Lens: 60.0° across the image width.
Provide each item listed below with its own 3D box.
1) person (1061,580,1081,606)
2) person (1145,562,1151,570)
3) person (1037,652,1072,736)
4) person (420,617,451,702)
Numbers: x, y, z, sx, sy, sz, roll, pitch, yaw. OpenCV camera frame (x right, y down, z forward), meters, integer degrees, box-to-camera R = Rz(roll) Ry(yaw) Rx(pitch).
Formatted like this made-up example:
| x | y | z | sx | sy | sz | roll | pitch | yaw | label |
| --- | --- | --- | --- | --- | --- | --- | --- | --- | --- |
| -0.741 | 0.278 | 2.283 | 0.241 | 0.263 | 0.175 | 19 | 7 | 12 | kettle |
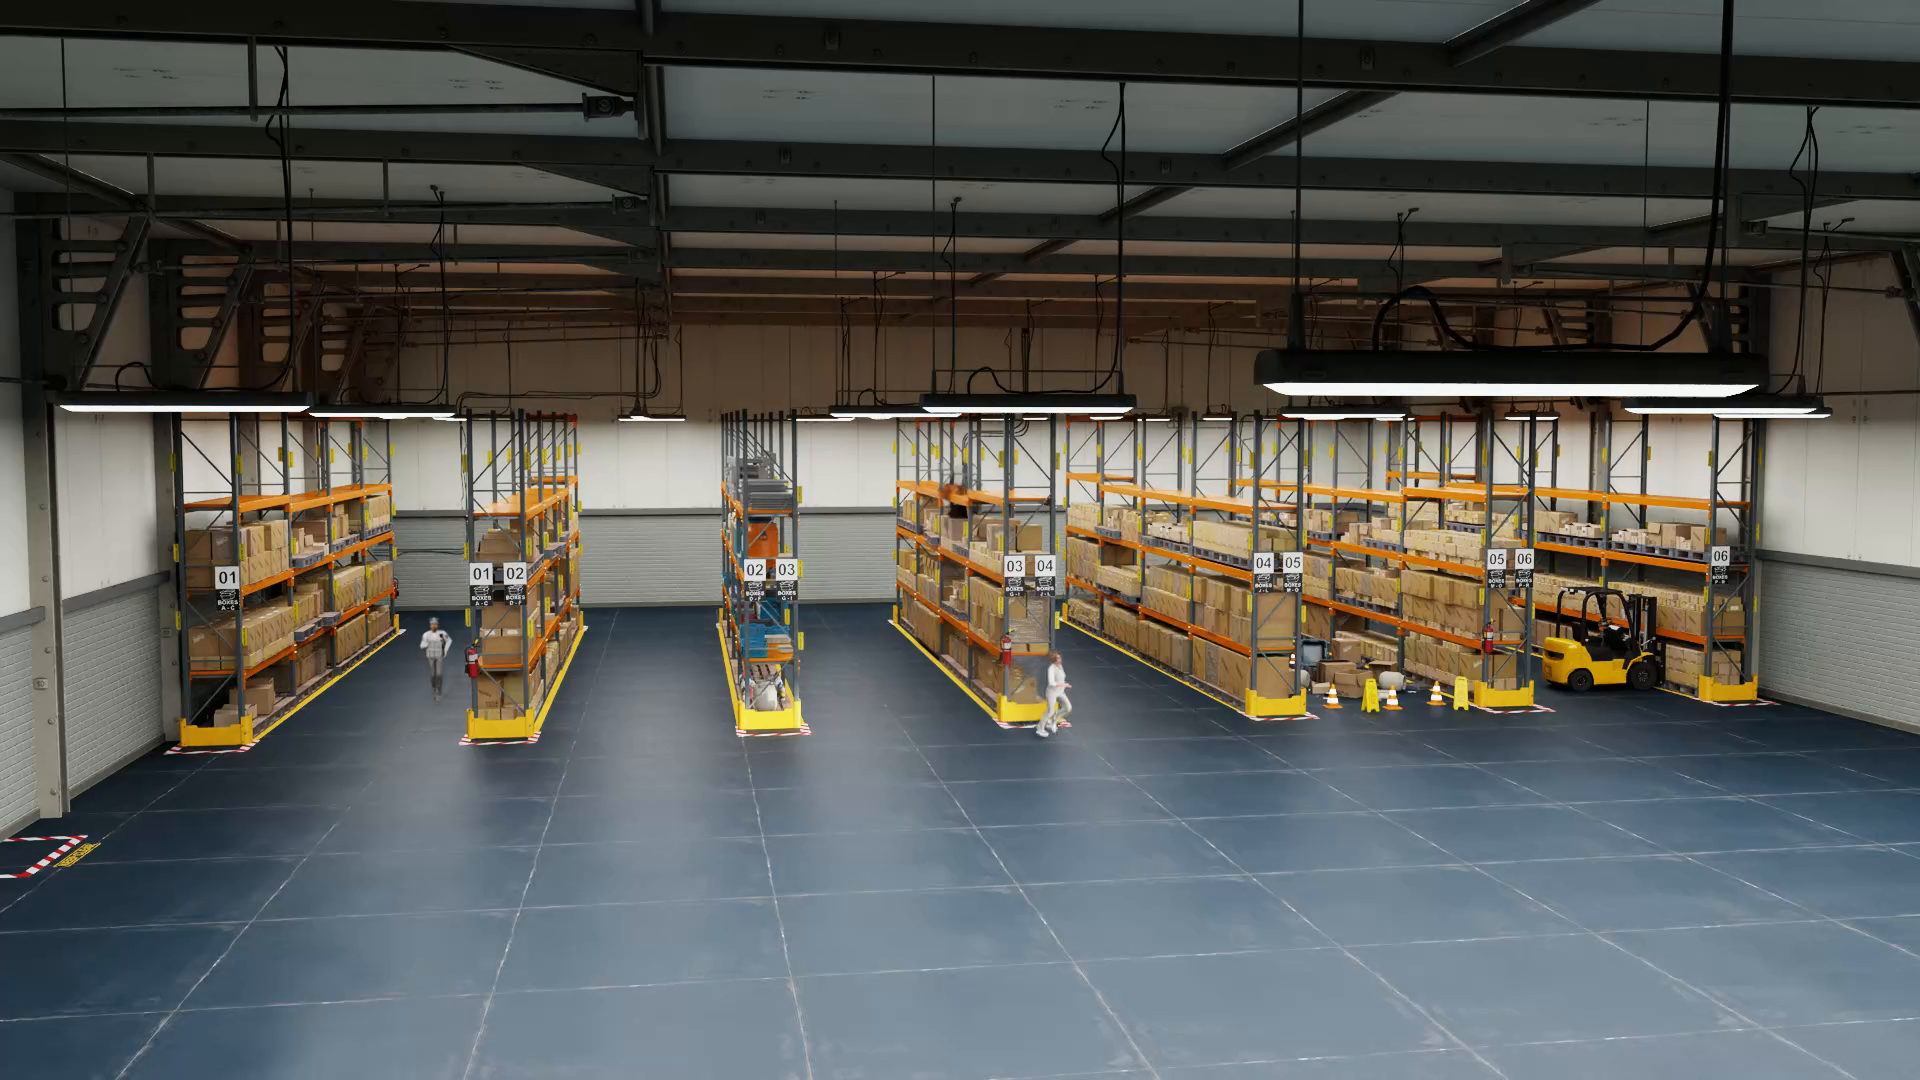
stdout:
| x | y | z | sx | sy | sz | roll | pitch | yaw | label |
| --- | --- | --- | --- | --- | --- | --- | --- | --- | --- |
| 3.381 | 1.442 | 49.752 | 0.682 | 1.616 | 0.628 | -1 | 4 | -9 | person |
| 5.434 | 1.507 | 47.911 | 0.771 | 1.784 | 0.694 | -1 | 4 | -10 | person |
| 1.763 | 2.819 | 30.377 | 0.742 | 1.540 | 0.563 | 3 | 5 | 38 | person |
| -10.887 | 2.469 | 34.520 | 0.594 | 1.745 | 0.712 | -1 | 4 | -10 | person |
